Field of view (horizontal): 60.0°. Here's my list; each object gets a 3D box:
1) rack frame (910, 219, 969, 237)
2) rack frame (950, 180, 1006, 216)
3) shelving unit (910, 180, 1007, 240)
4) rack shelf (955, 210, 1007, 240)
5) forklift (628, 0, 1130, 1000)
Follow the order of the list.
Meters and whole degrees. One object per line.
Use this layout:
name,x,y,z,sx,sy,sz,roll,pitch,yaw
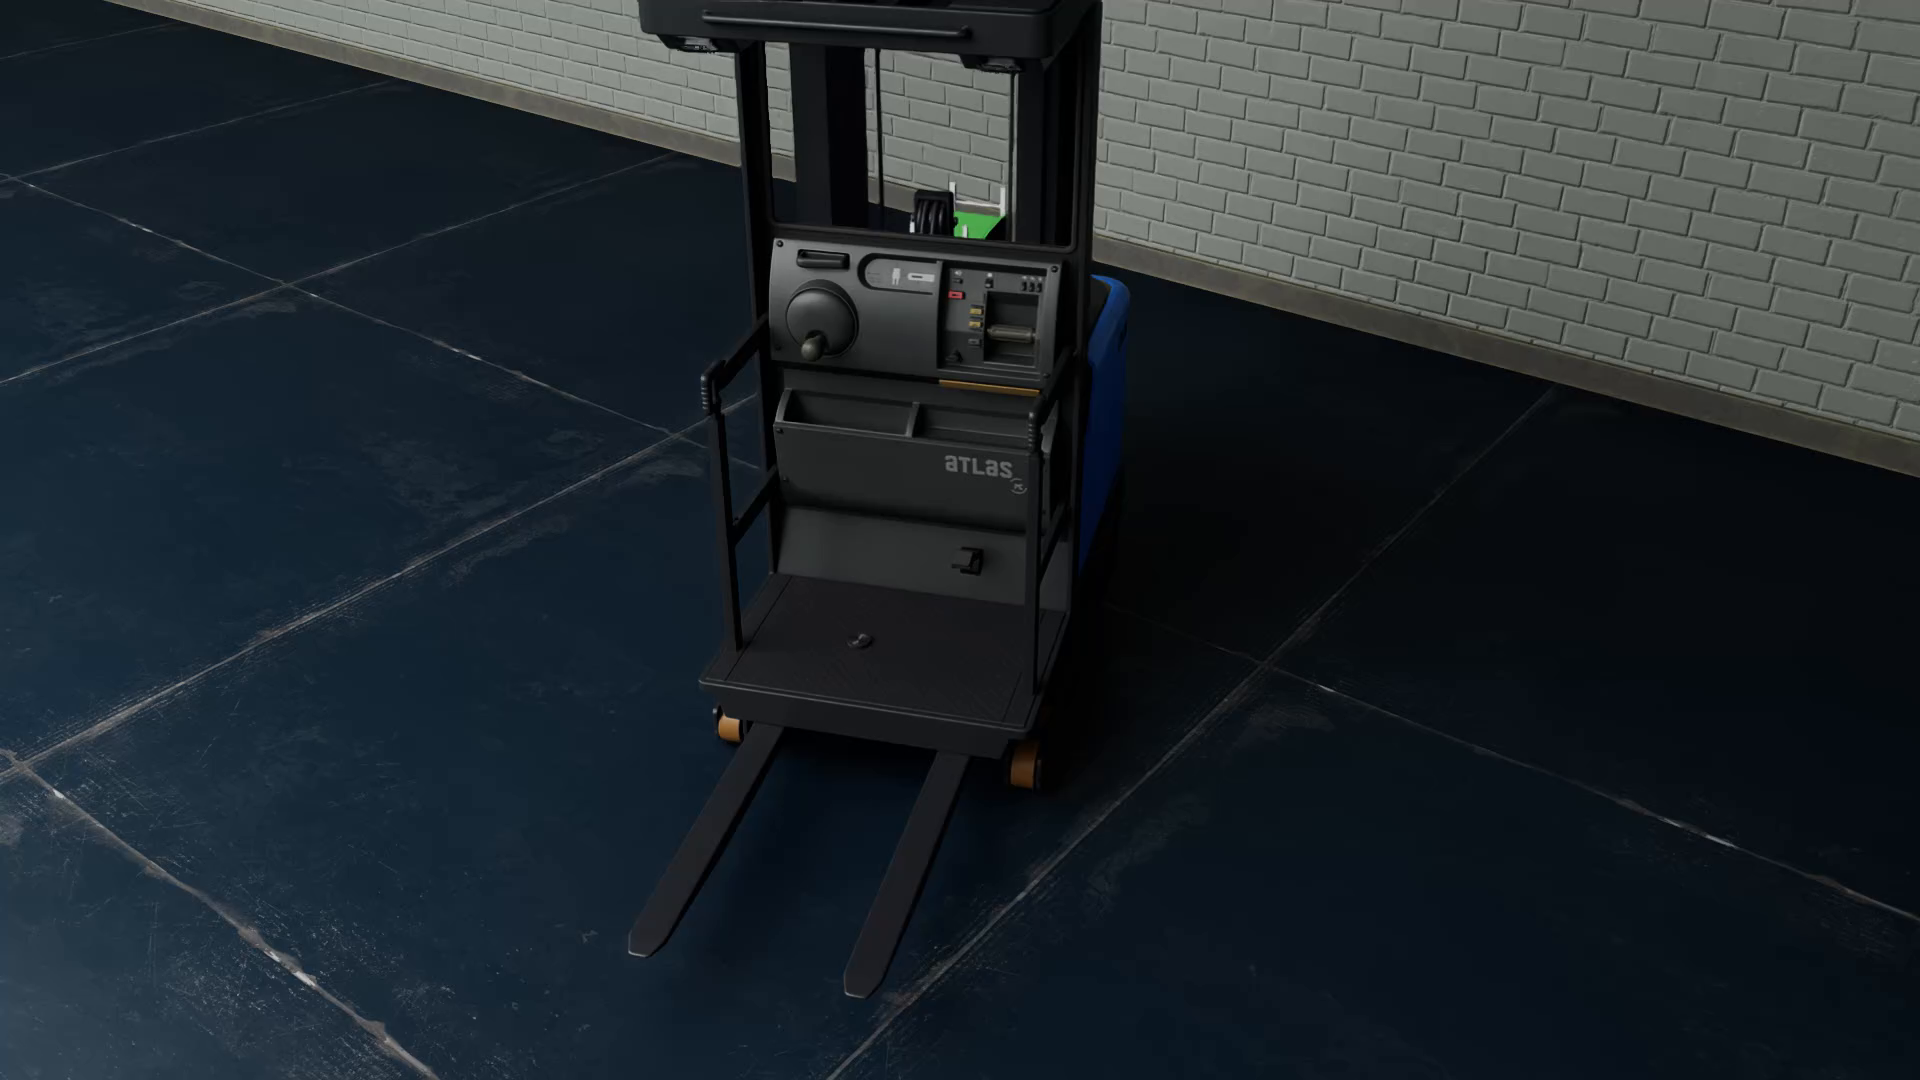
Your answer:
rack frame,-0.080,-0.724,6.794,0.240,1.200,0.015,10,32,16
rack frame,0.076,-0.960,7.192,0.240,1.200,0.015,10,32,16
shelving unit,-0.002,-0.842,6.993,0.258,1.200,0.503,10,32,16
rack shelf,-0.002,-1.200,6.781,0.258,0.148,0.480,10,32,16
forklift,-0.196,-0.671,5.007,1.130,2.935,3.031,7,31,12
